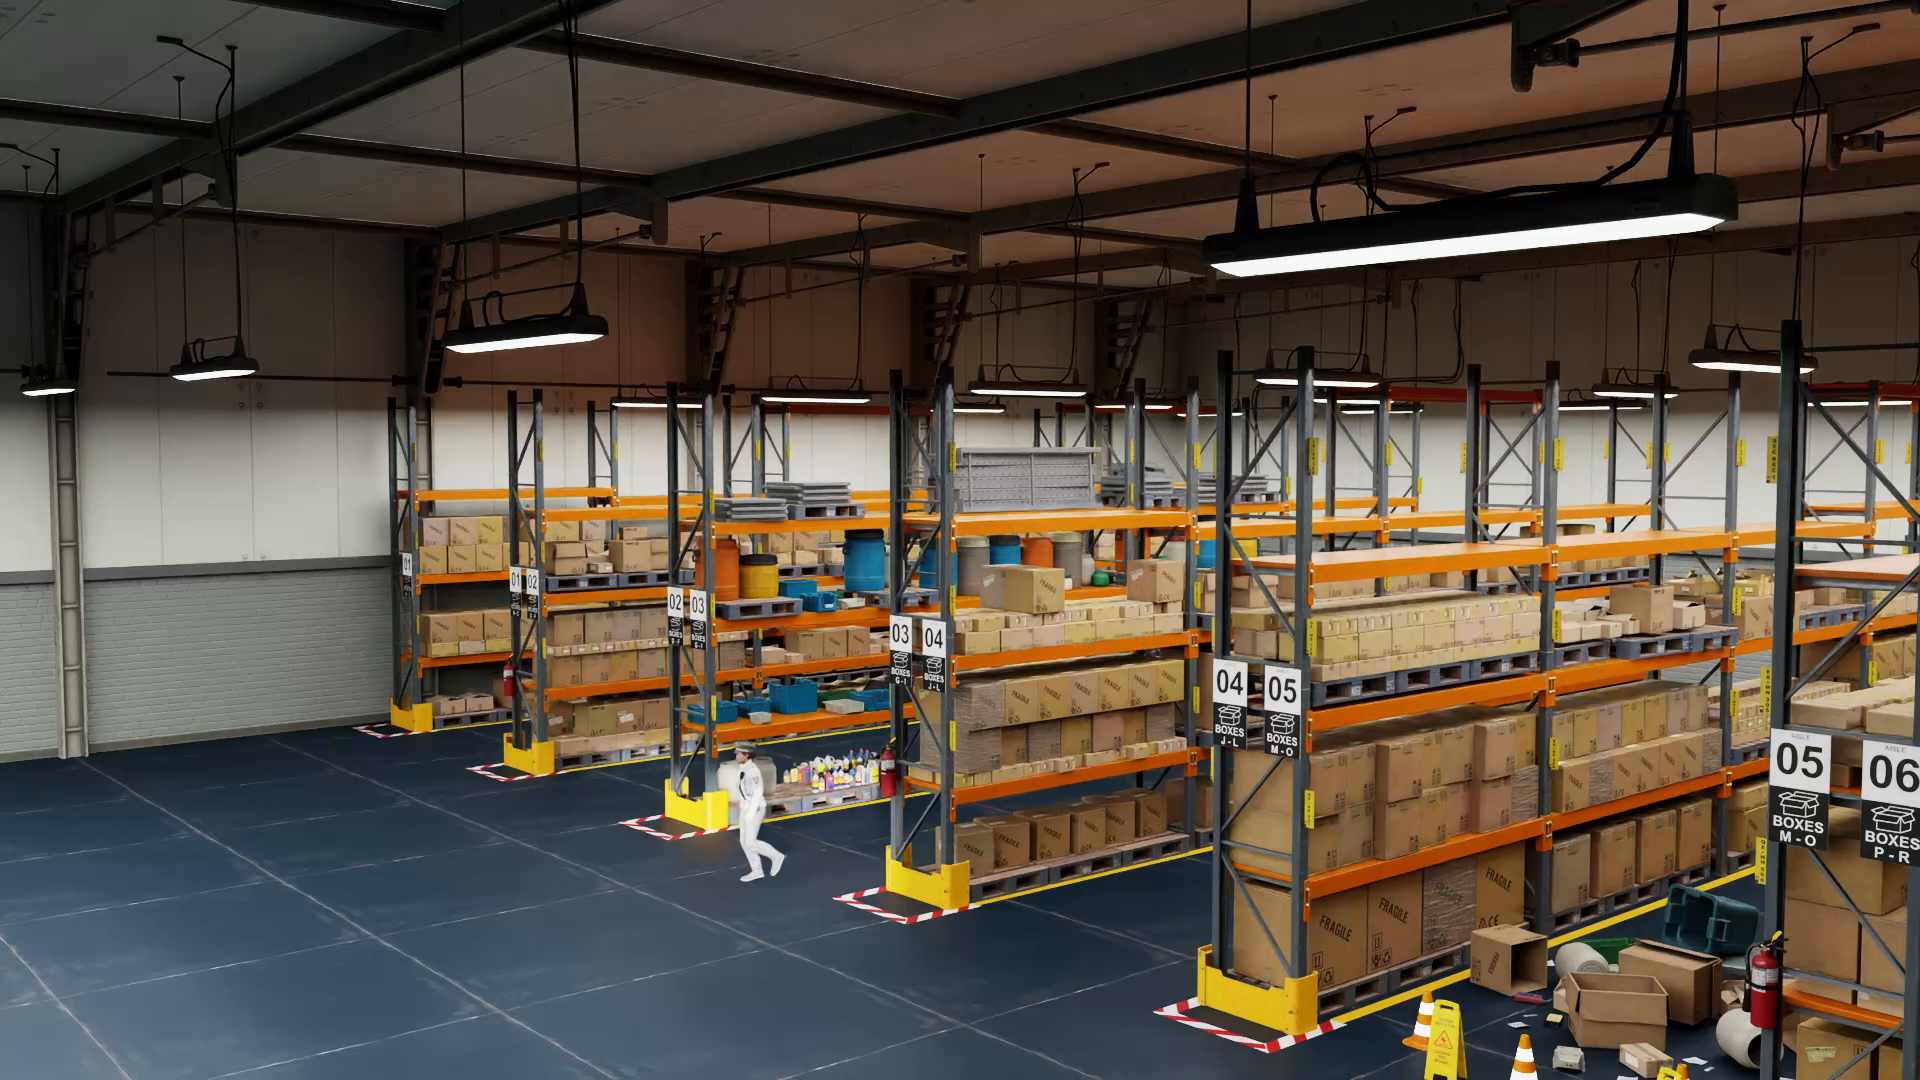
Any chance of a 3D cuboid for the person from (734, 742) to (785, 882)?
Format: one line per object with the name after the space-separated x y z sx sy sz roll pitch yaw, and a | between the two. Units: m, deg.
-2.387 3.196 19.690 0.570 1.655 0.550 -2 4 -25 | person
